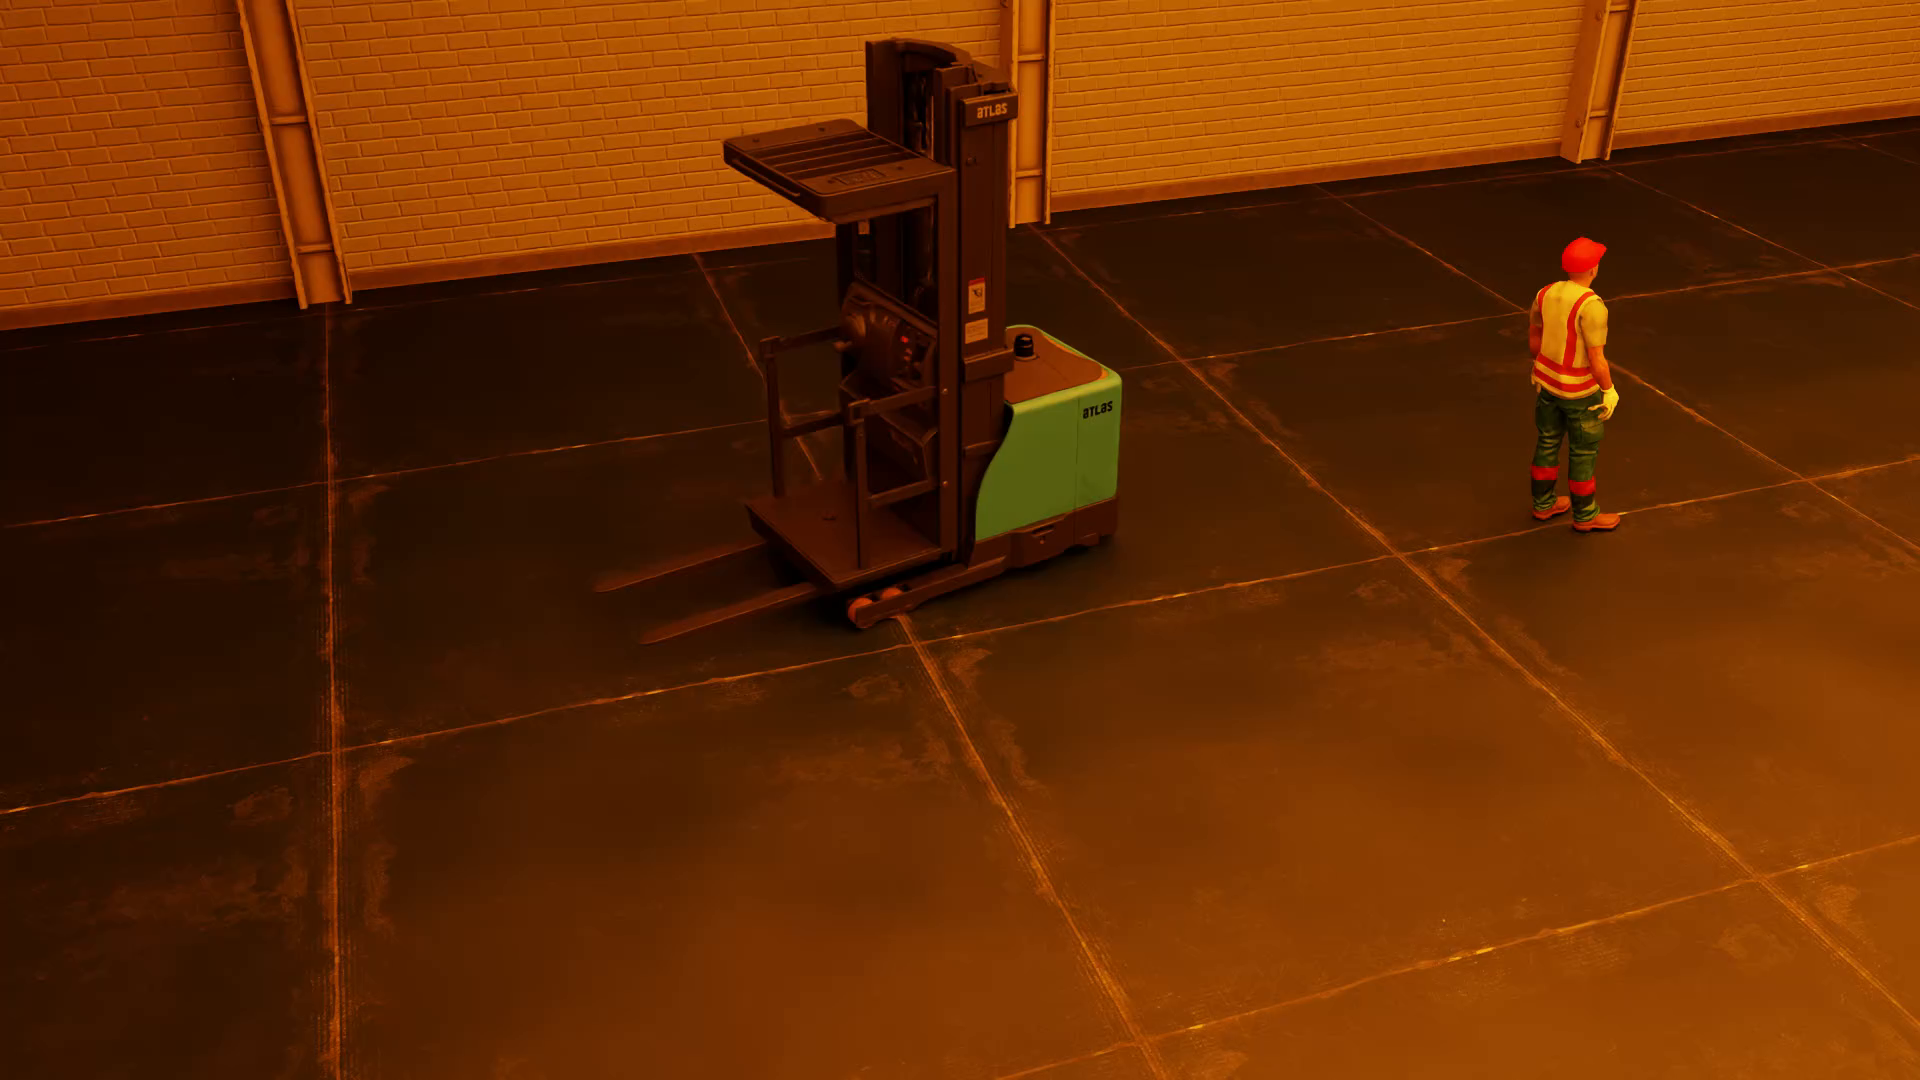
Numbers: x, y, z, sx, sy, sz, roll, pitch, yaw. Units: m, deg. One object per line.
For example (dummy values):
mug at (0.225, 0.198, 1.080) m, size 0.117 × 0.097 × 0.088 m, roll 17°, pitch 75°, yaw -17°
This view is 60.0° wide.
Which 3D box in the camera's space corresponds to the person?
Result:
person at (3.667, -0.933, 9.840) m, size 0.562 × 1.790 × 0.637 m, roll -13°, pitch 32°, yaw -21°

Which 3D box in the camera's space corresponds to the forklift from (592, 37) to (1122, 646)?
forklift at (-0.570, -1.082, 8.968) m, size 3.031 × 2.935 × 1.130 m, roll -18°, pitch 34°, yaw -28°
